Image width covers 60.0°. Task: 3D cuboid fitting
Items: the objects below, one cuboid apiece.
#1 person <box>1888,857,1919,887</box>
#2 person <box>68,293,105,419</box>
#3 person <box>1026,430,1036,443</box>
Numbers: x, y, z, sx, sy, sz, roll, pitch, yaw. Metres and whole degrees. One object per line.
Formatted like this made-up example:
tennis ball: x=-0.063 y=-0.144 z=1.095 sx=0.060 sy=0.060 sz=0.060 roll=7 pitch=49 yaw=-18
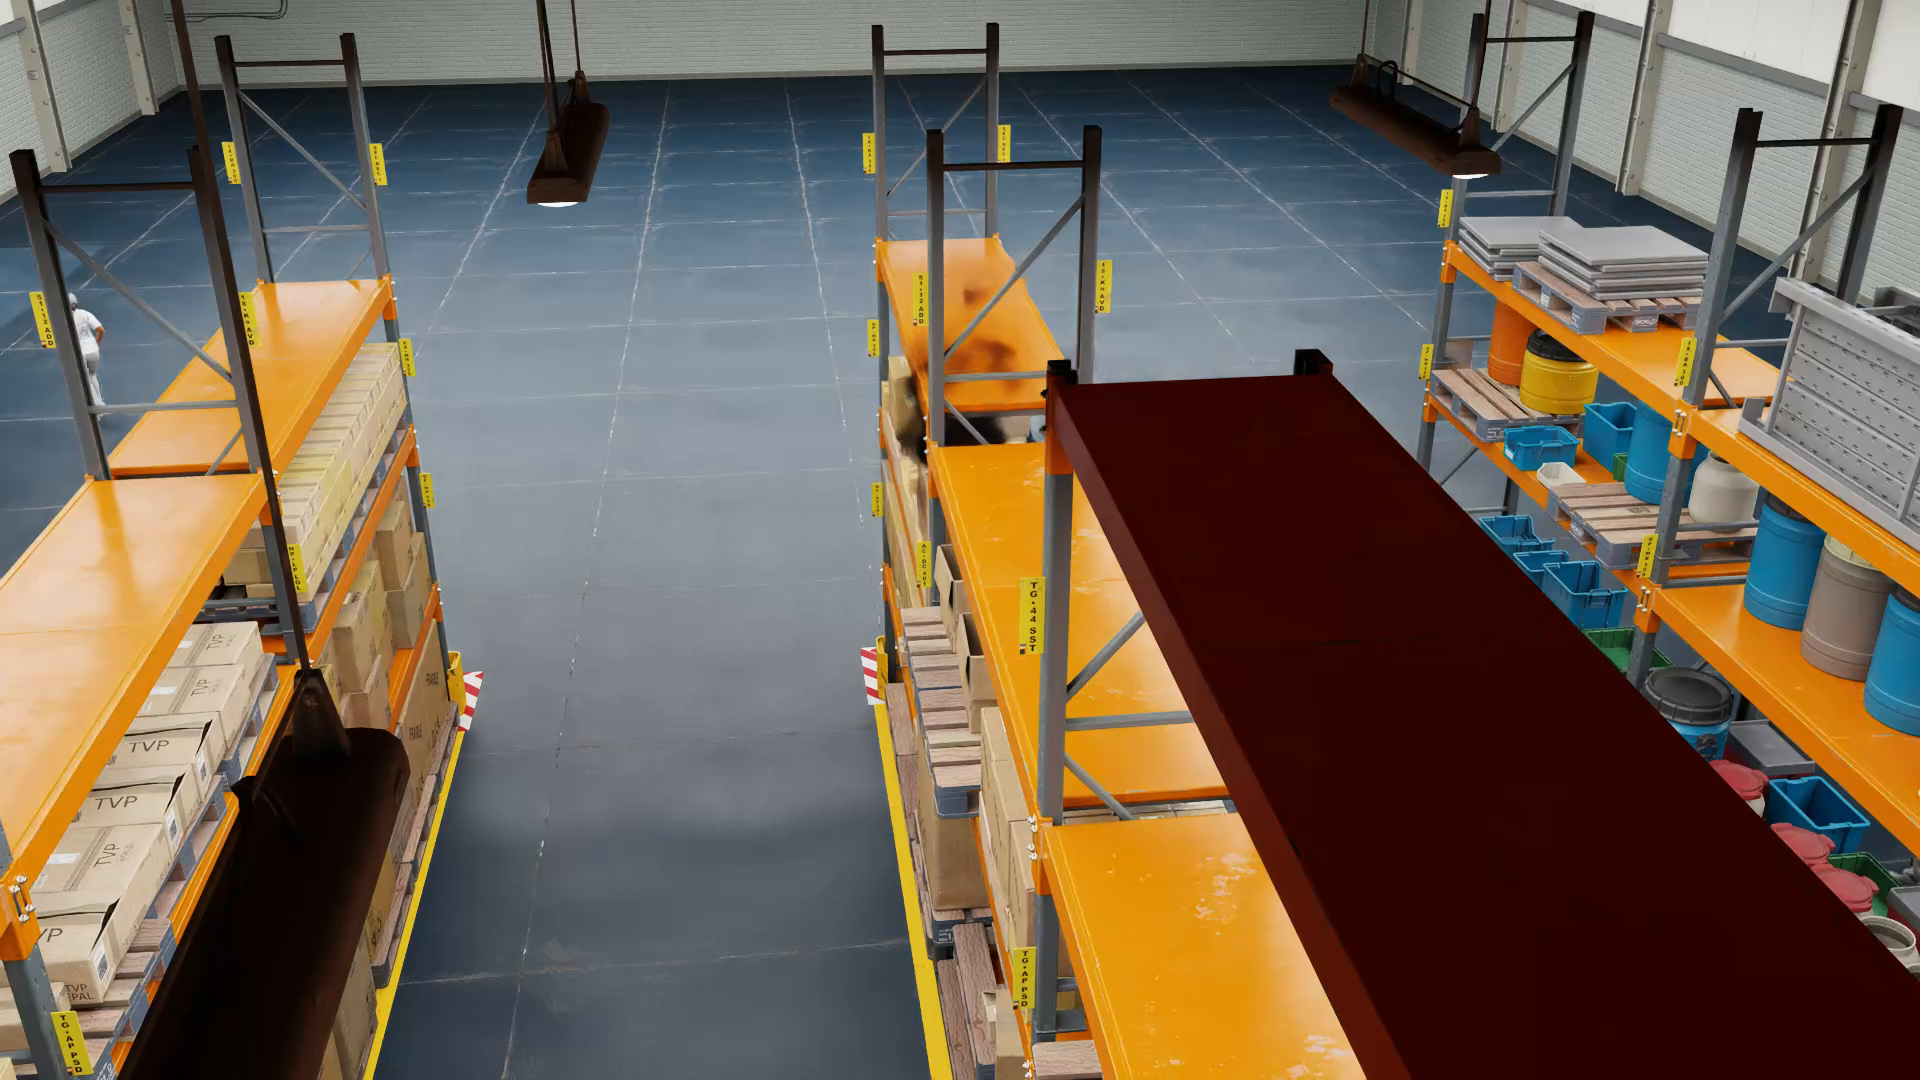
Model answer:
person: x=7.288 y=2.002 z=12.198 sx=0.707 sy=1.776 sz=0.896 roll=-8 pitch=27 yaw=-16
person: x=-11.347 y=-2.349 z=21.506 sx=0.771 sy=1.709 sz=0.595 roll=21 pitch=32 yaw=37
person: x=0.684 y=-1.709 z=20.240 sx=0.658 sy=1.628 sz=0.516 roll=7 pitch=26 yaw=14
